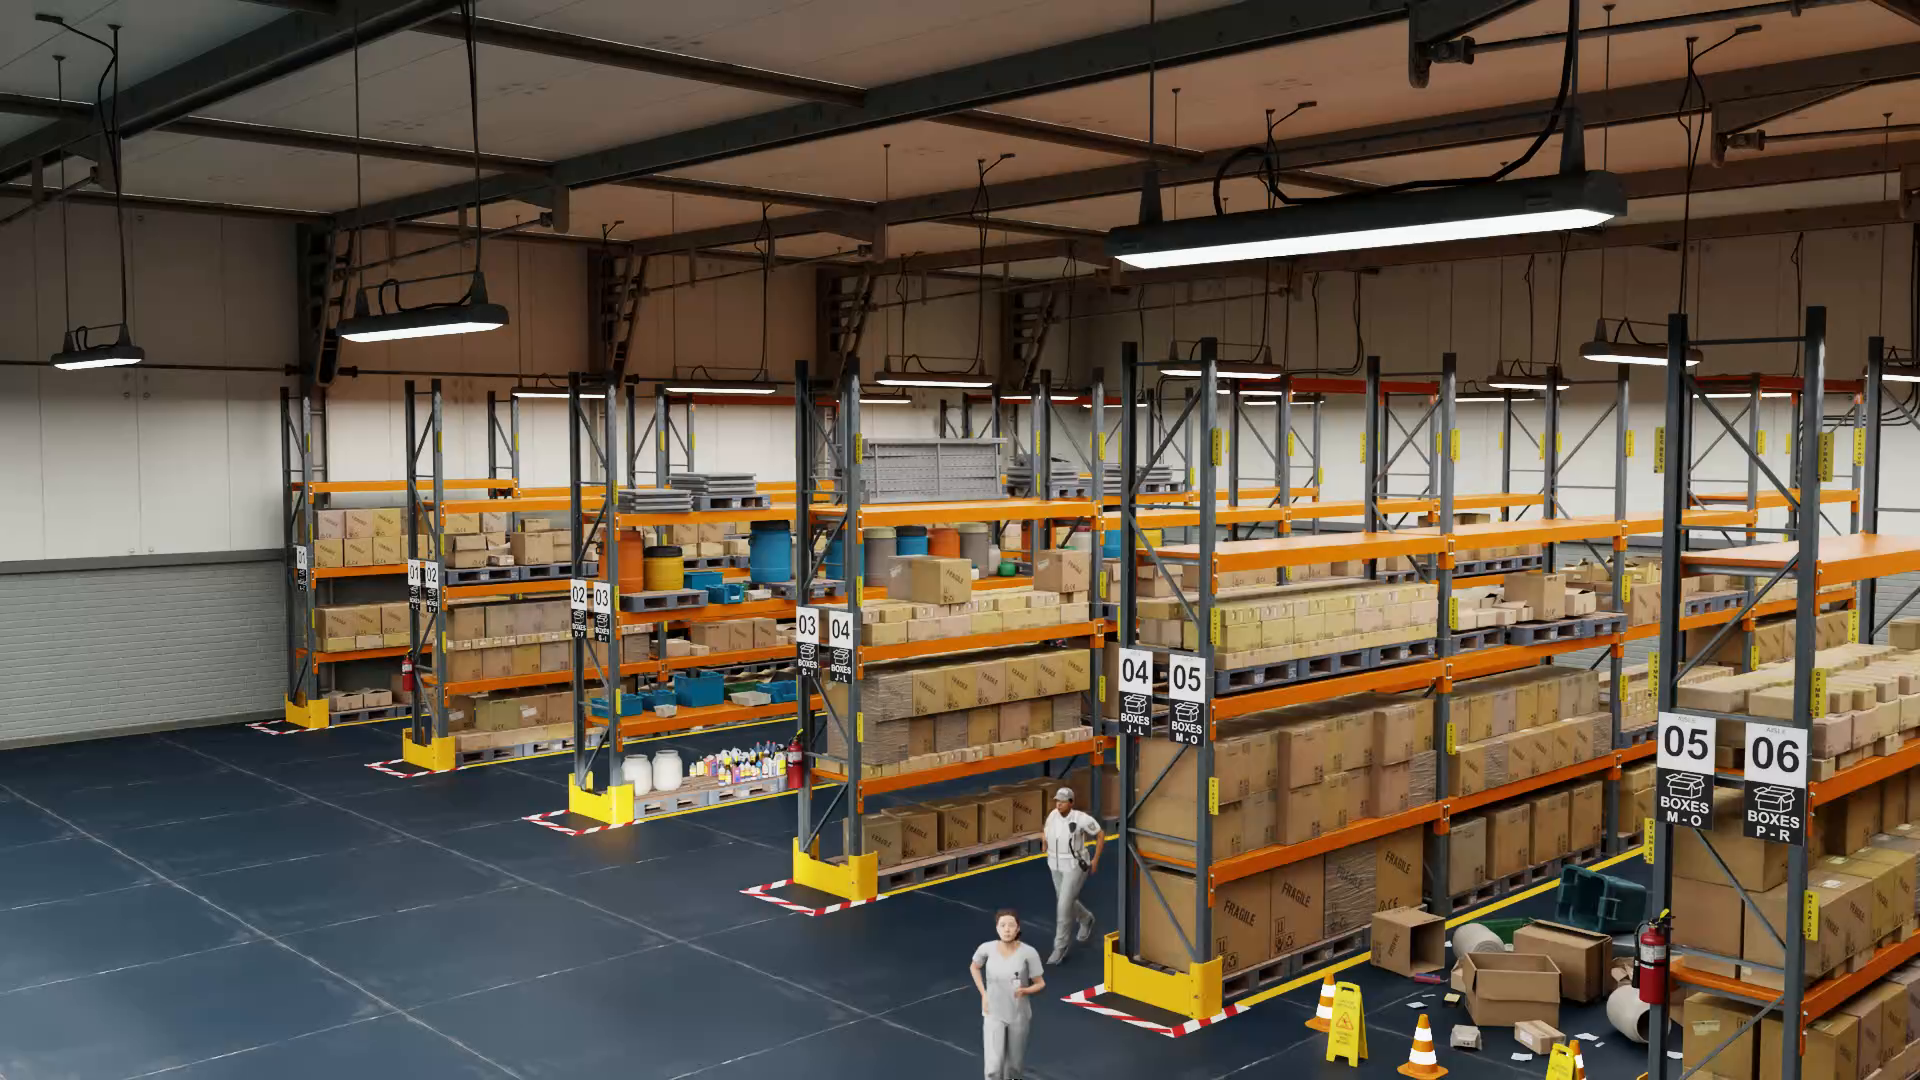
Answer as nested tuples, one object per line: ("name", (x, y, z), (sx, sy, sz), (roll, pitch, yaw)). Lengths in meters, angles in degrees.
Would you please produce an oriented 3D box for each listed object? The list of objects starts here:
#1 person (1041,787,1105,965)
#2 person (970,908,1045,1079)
("person", (1.092, 3.288, 16.559), (0.632, 1.689, 0.900), (3, 5, 41))
("person", (0.348, 3.559, 12.245), (0.558, 1.714, 0.671), (0, 4, 2))
